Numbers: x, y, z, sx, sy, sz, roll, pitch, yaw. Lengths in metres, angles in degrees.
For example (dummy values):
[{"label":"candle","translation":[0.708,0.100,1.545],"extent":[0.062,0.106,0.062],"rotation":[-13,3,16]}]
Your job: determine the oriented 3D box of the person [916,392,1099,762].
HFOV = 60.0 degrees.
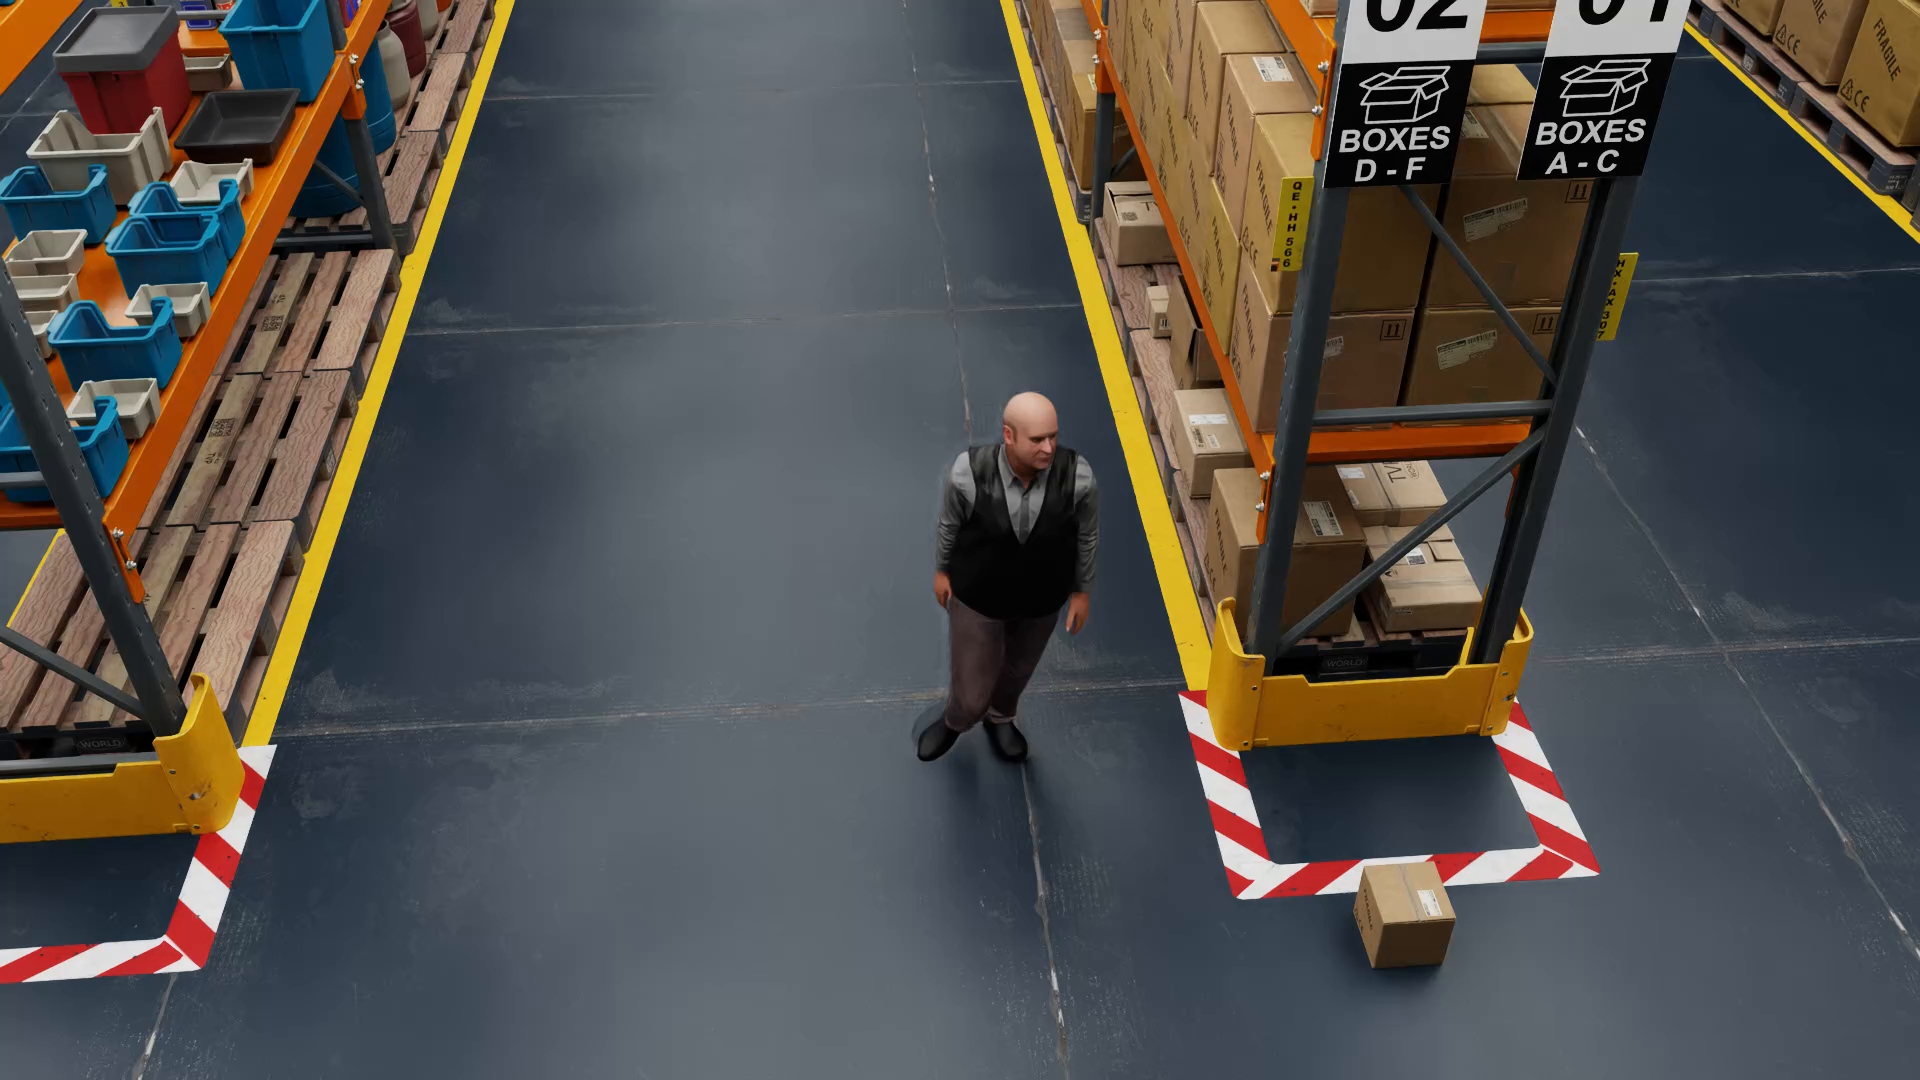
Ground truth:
[{"label":"person","translation":[0.155,0.177,5.924],"extent":[0.649,1.708,0.508],"rotation":[-6,39,-8]}]
